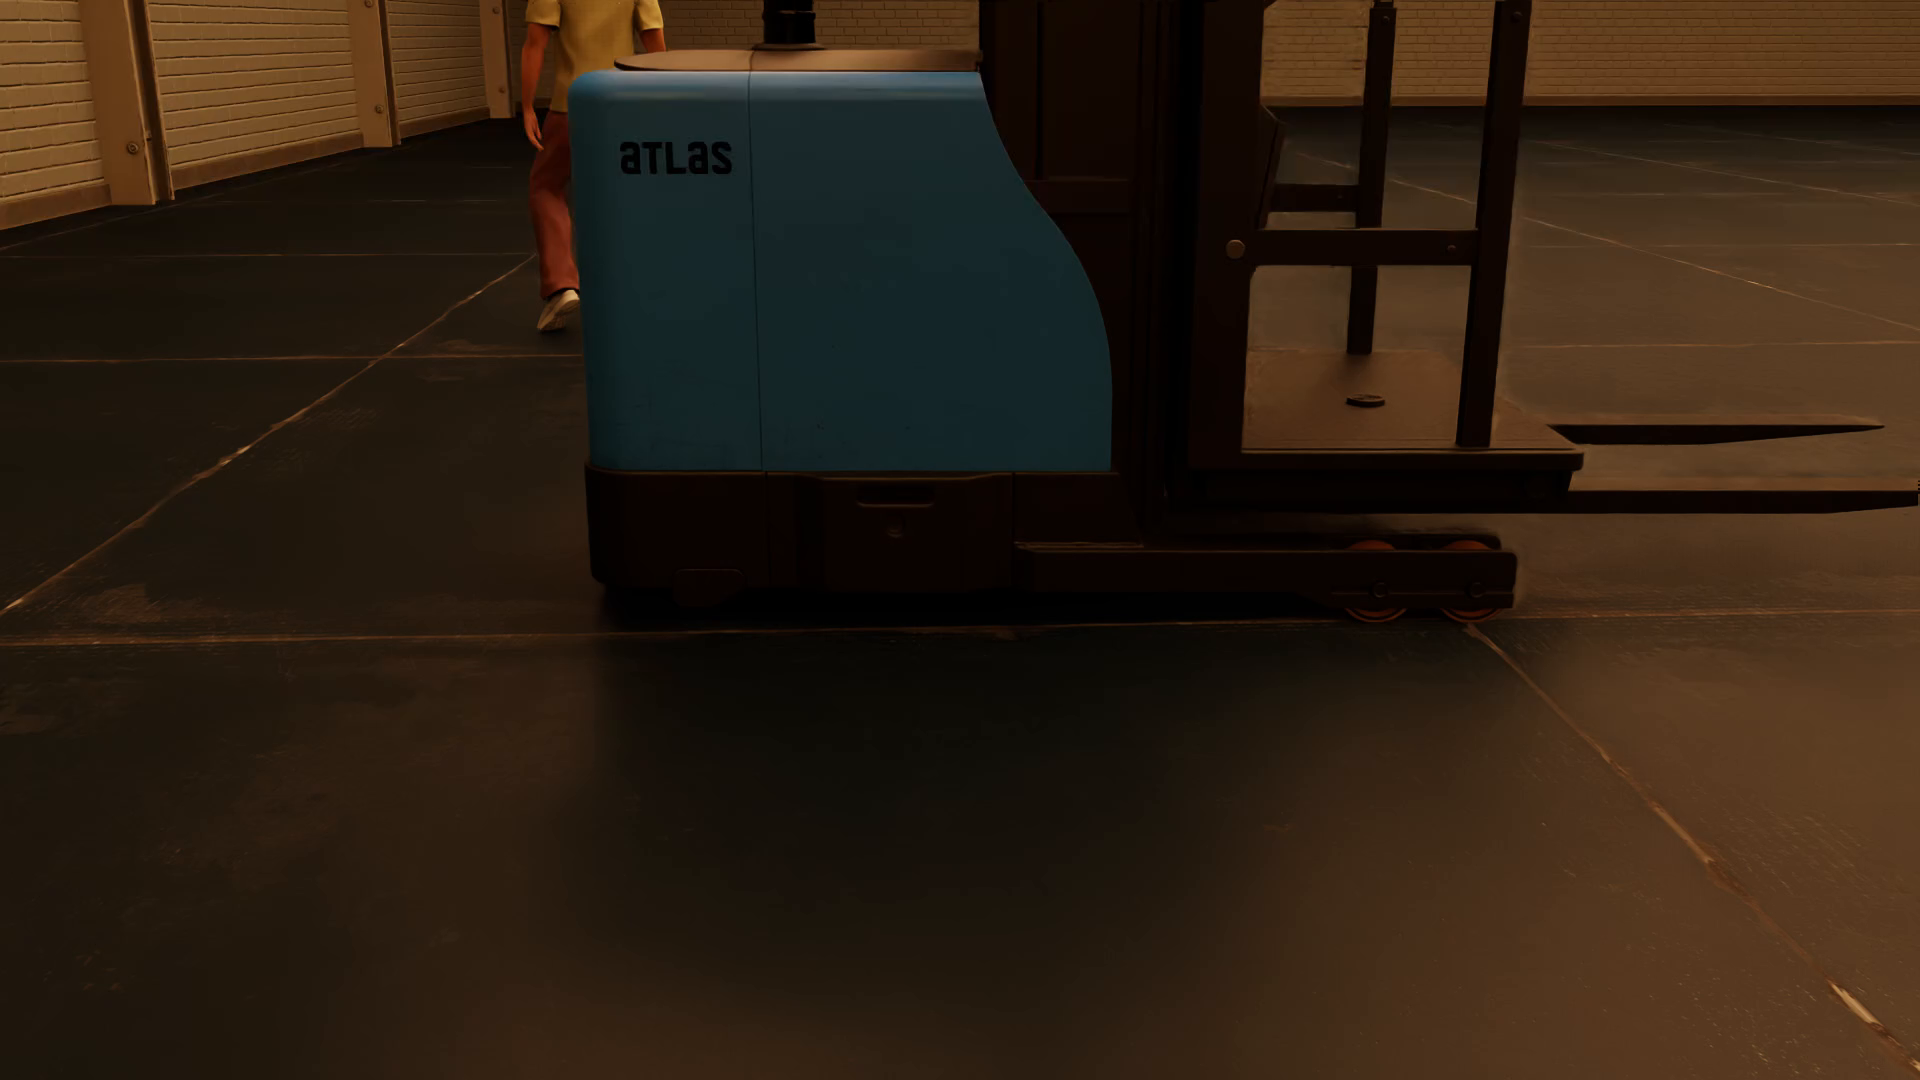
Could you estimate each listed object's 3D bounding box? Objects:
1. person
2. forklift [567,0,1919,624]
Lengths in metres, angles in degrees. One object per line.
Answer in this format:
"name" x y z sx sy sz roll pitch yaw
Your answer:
"person" -1.424 -1.625 6.467 0.569 1.688 0.489 -8 19 -24
"forklift" 0.753 -1.389 3.447 3.031 2.935 1.130 0 17 0
